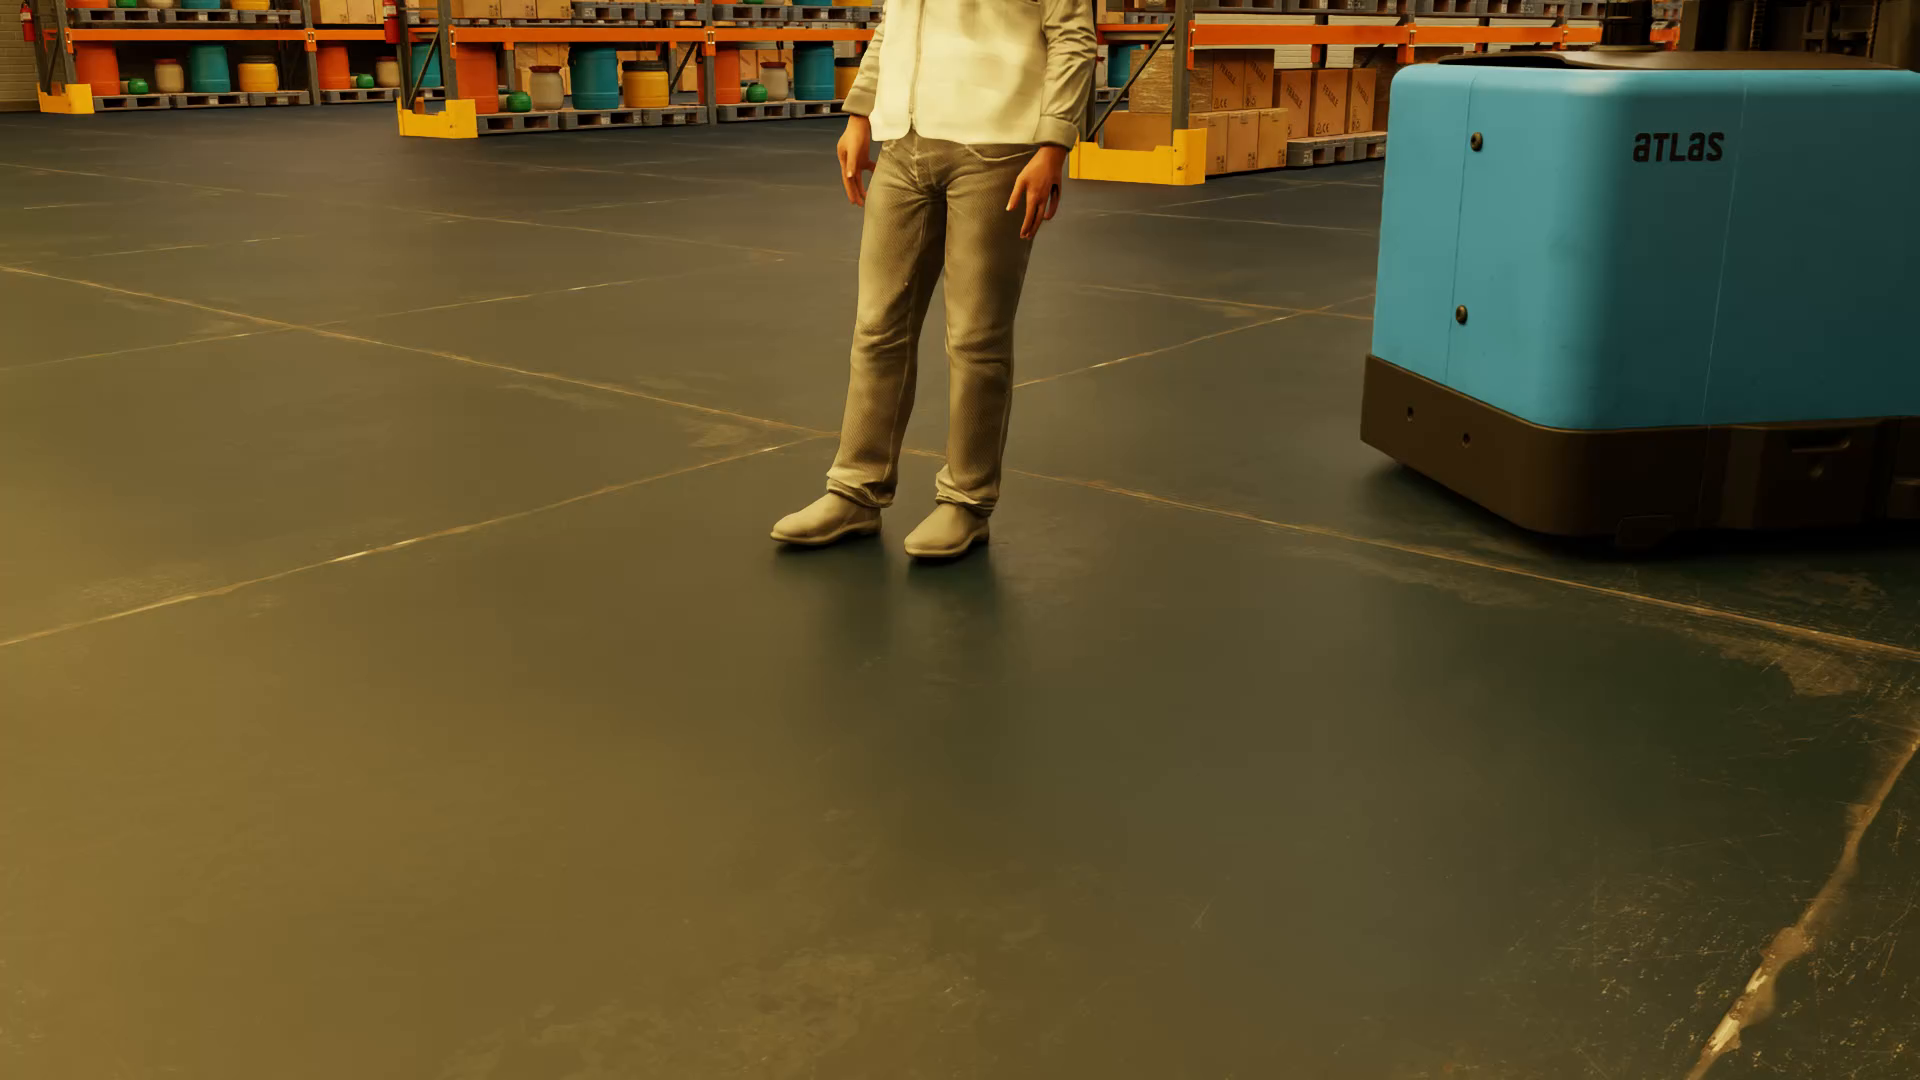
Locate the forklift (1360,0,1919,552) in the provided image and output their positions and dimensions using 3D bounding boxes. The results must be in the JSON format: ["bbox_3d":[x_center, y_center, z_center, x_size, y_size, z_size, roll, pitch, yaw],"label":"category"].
[{"bbox_3d":[2.678,-1.570,4.067,3.031,2.935,1.130,-3,17,-11],"label":"forklift"}]

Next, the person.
[{"bbox_3d":[-0.046,-0.843,3.640,0.634,1.775,0.566,13,21,37],"label":"person"}]
